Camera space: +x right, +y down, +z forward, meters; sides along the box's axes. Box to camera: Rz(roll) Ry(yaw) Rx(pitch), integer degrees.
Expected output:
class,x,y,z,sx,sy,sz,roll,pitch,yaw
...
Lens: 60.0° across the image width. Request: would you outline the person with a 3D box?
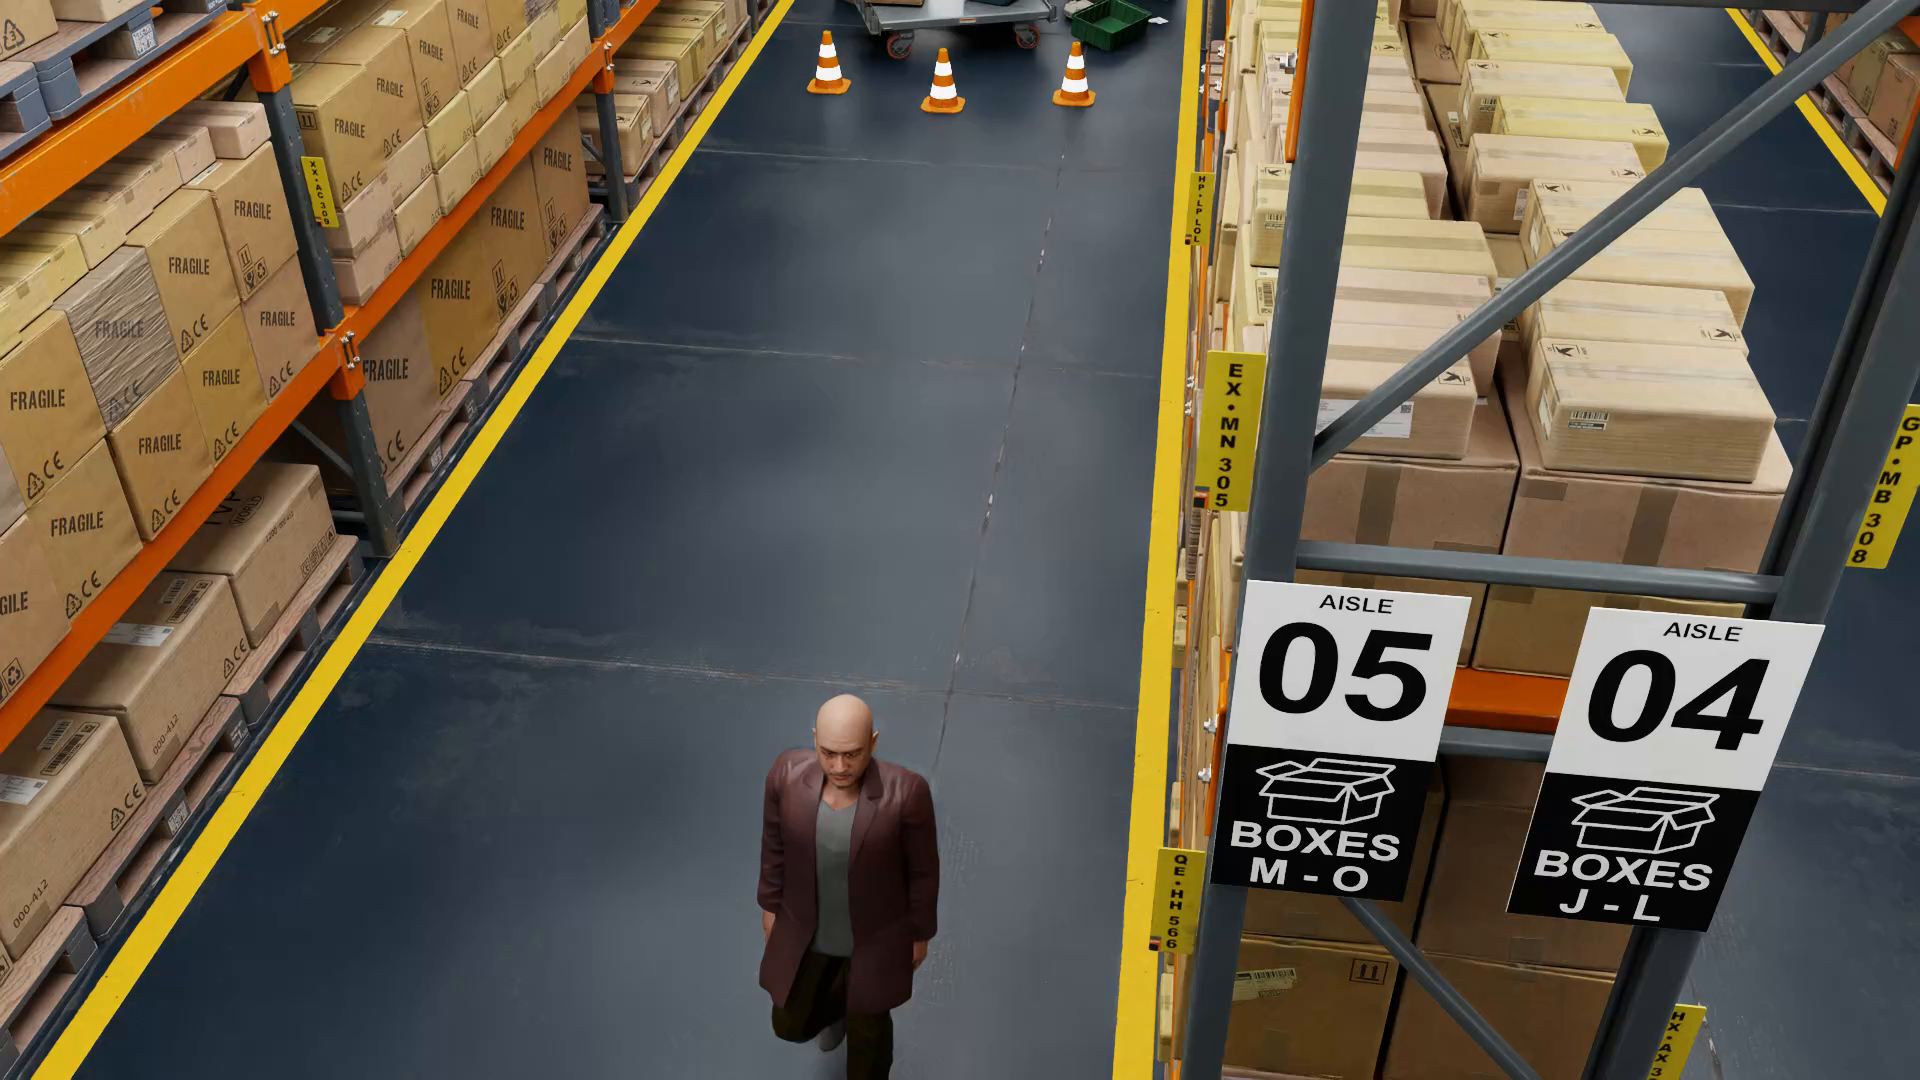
class,x,y,z,sx,sy,sz,roll,pitch,yaw
person,-0.361,1.283,5.385,0.600,1.573,0.601,7,36,10
